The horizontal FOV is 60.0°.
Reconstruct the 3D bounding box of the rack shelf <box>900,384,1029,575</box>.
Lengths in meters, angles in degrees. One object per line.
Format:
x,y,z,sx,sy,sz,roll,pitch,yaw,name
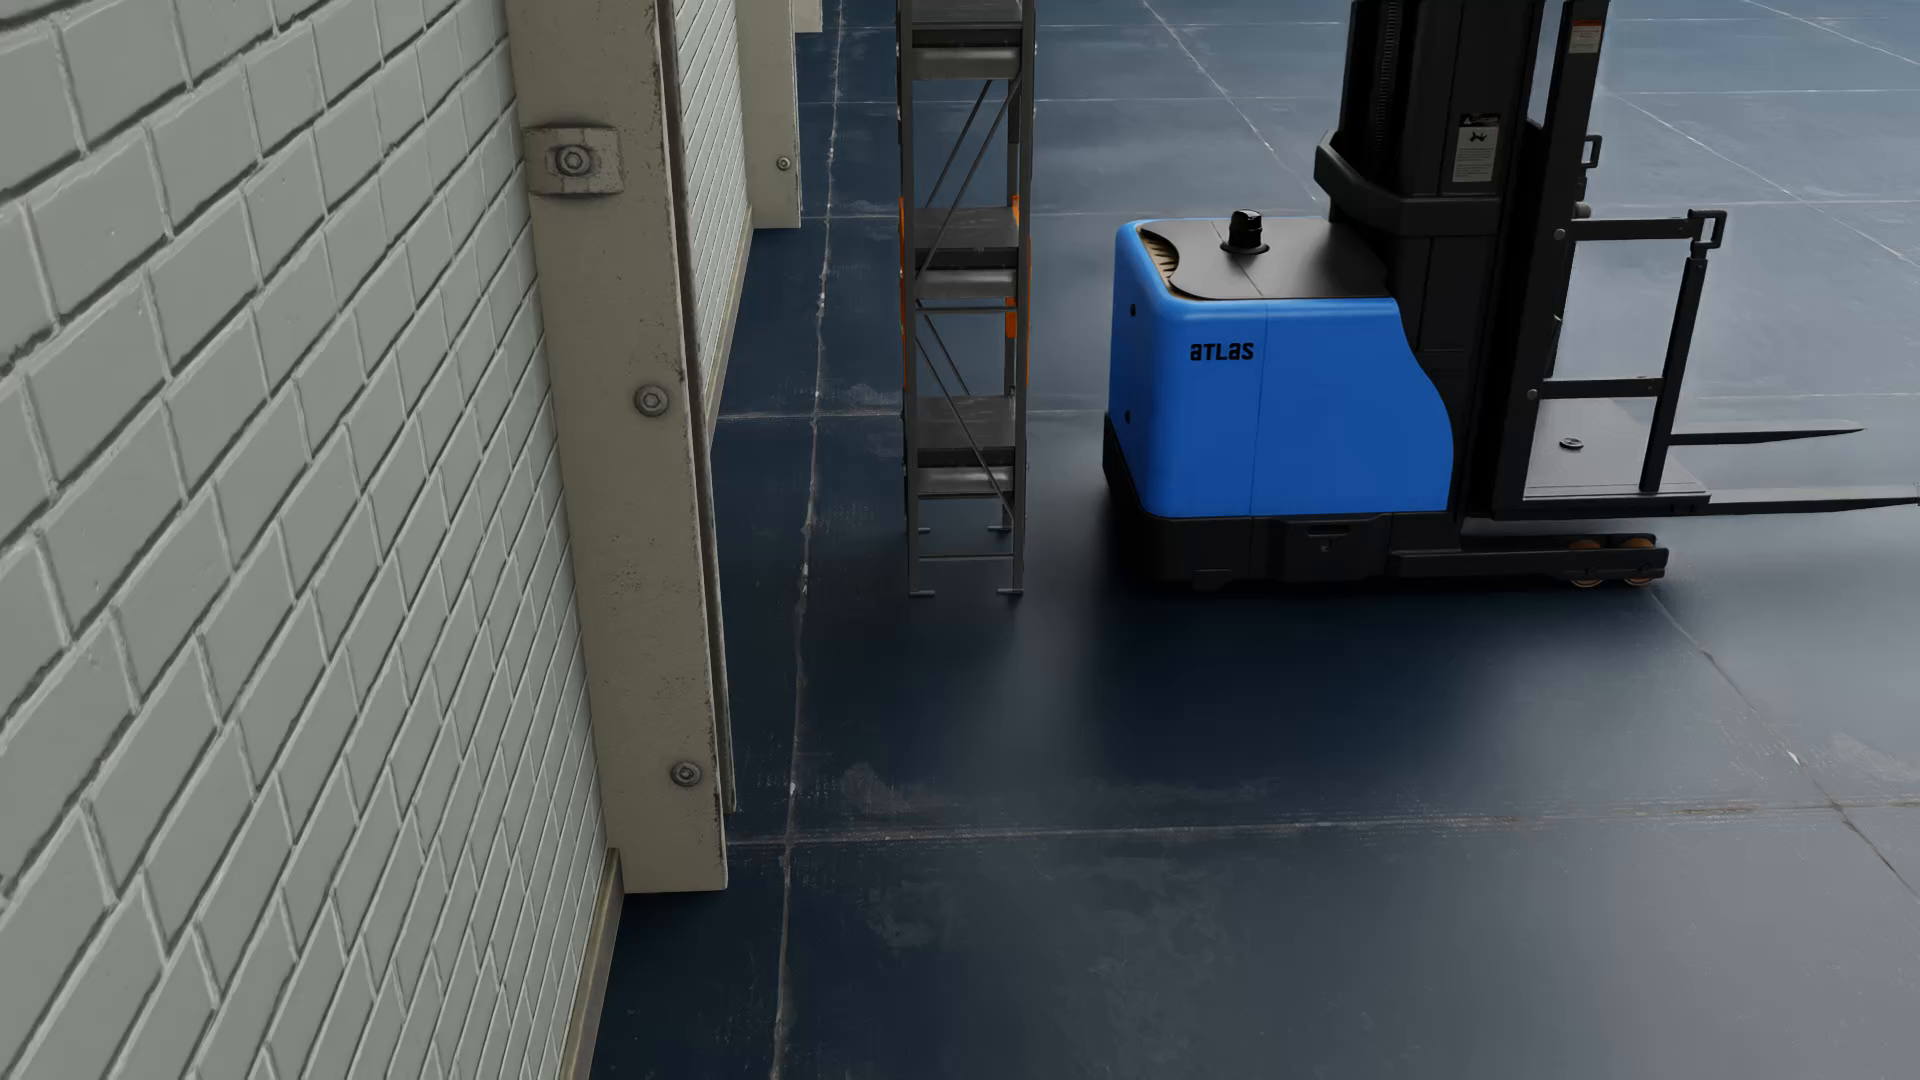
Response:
0.009,-0.222,5.948,0.431,0.518,0.480,-1,28,-3,rack shelf

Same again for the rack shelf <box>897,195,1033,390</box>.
0.009,-0.842,5.624,0.431,0.518,0.480,-1,28,-3,rack shelf

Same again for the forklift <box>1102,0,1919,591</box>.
2.108,-1.375,5.716,3.031,2.935,1.130,-2,28,-3,forklift

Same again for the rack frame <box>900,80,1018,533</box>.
-0.004,-0.967,5.834,0.400,2.100,0.015,-1,28,-3,rack frame

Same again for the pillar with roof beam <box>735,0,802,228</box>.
3.196,-6.016,8.054,9.100,9.000,0.400,-1,28,-3,pillar with roof beam

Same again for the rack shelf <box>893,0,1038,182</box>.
0.009,-1.463,5.300,0.431,0.518,0.480,-1,28,-3,rack shelf

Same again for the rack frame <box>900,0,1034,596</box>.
0.021,-0.742,5.402,0.400,2.100,0.015,-1,28,-3,rack frame

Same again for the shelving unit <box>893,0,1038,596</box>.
0.009,-0.855,5.618,0.431,2.100,0.503,-1,28,-3,shelving unit
